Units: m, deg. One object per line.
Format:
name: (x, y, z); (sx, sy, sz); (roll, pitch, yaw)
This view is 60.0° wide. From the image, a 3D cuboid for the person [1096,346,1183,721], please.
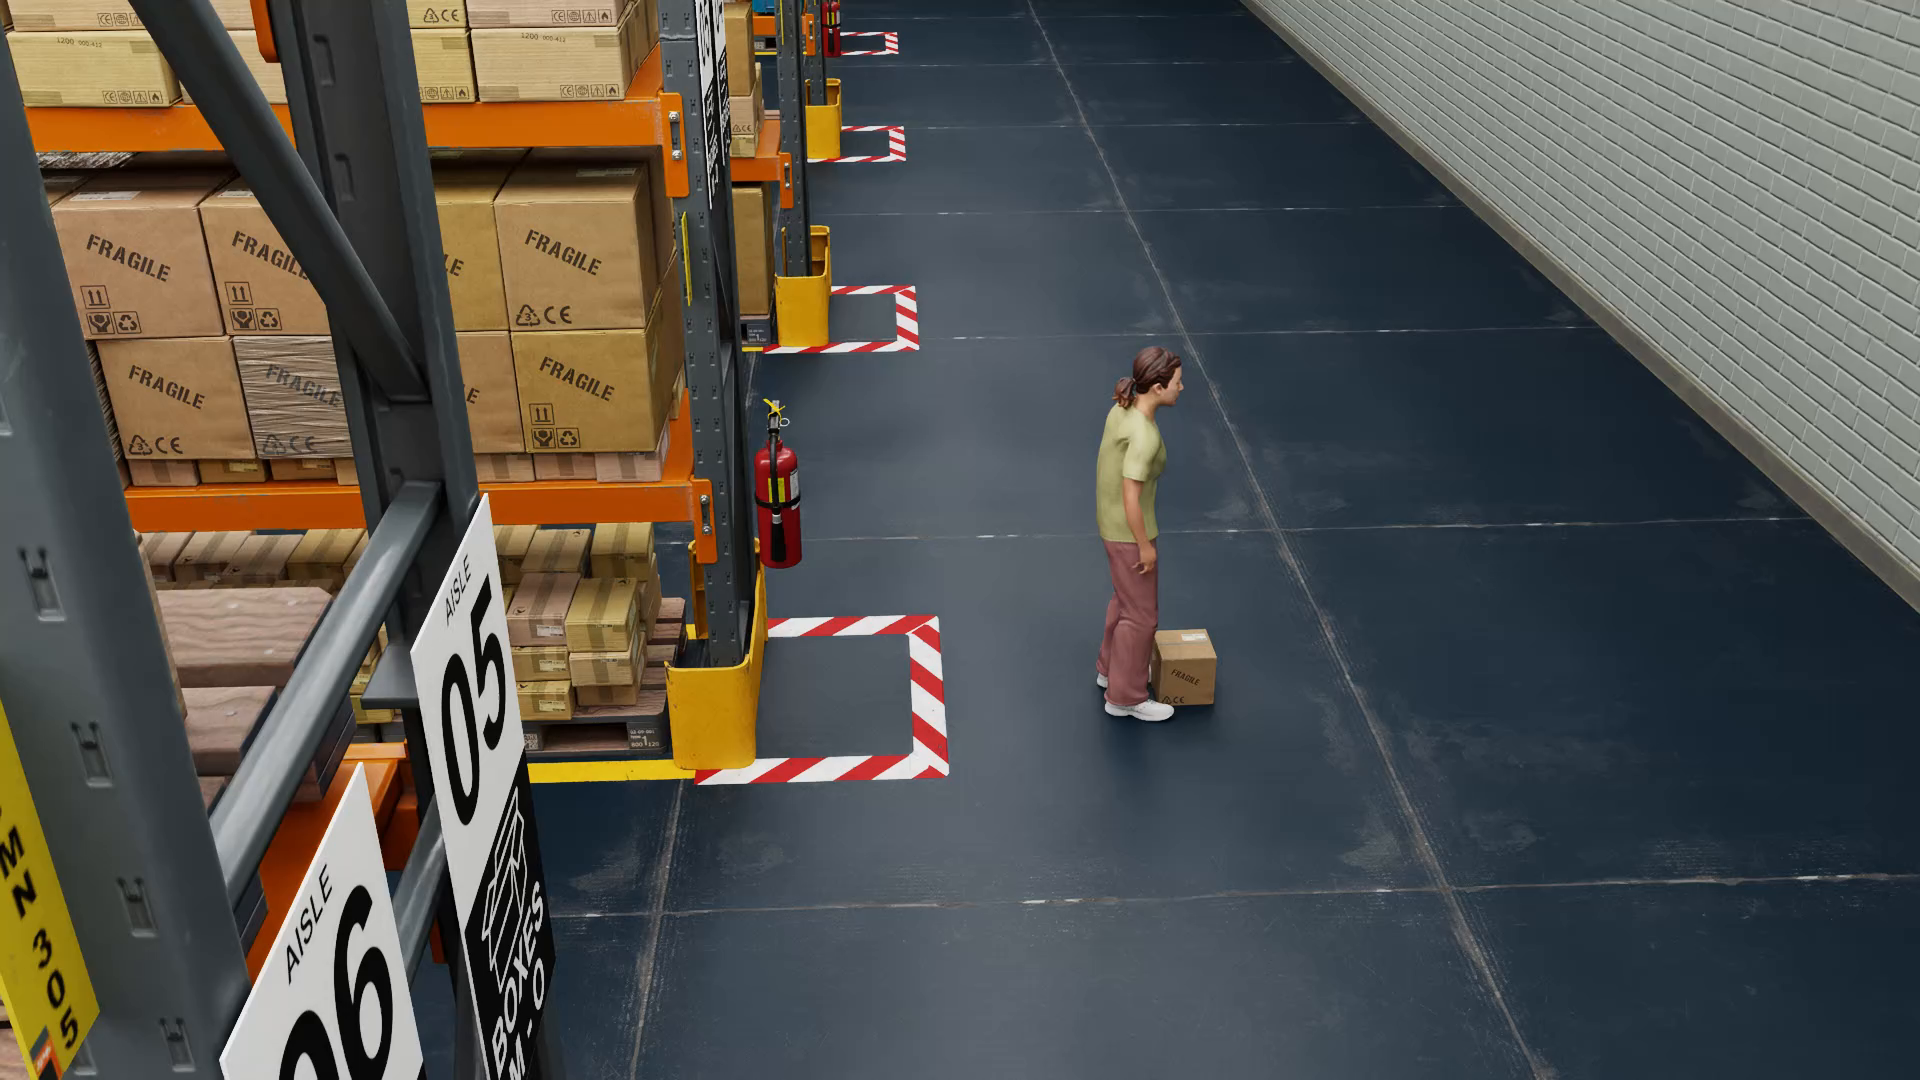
person: (0.766, -0.041, 7.199); (0.357, 1.673, 0.499); (-1, 28, -2)
